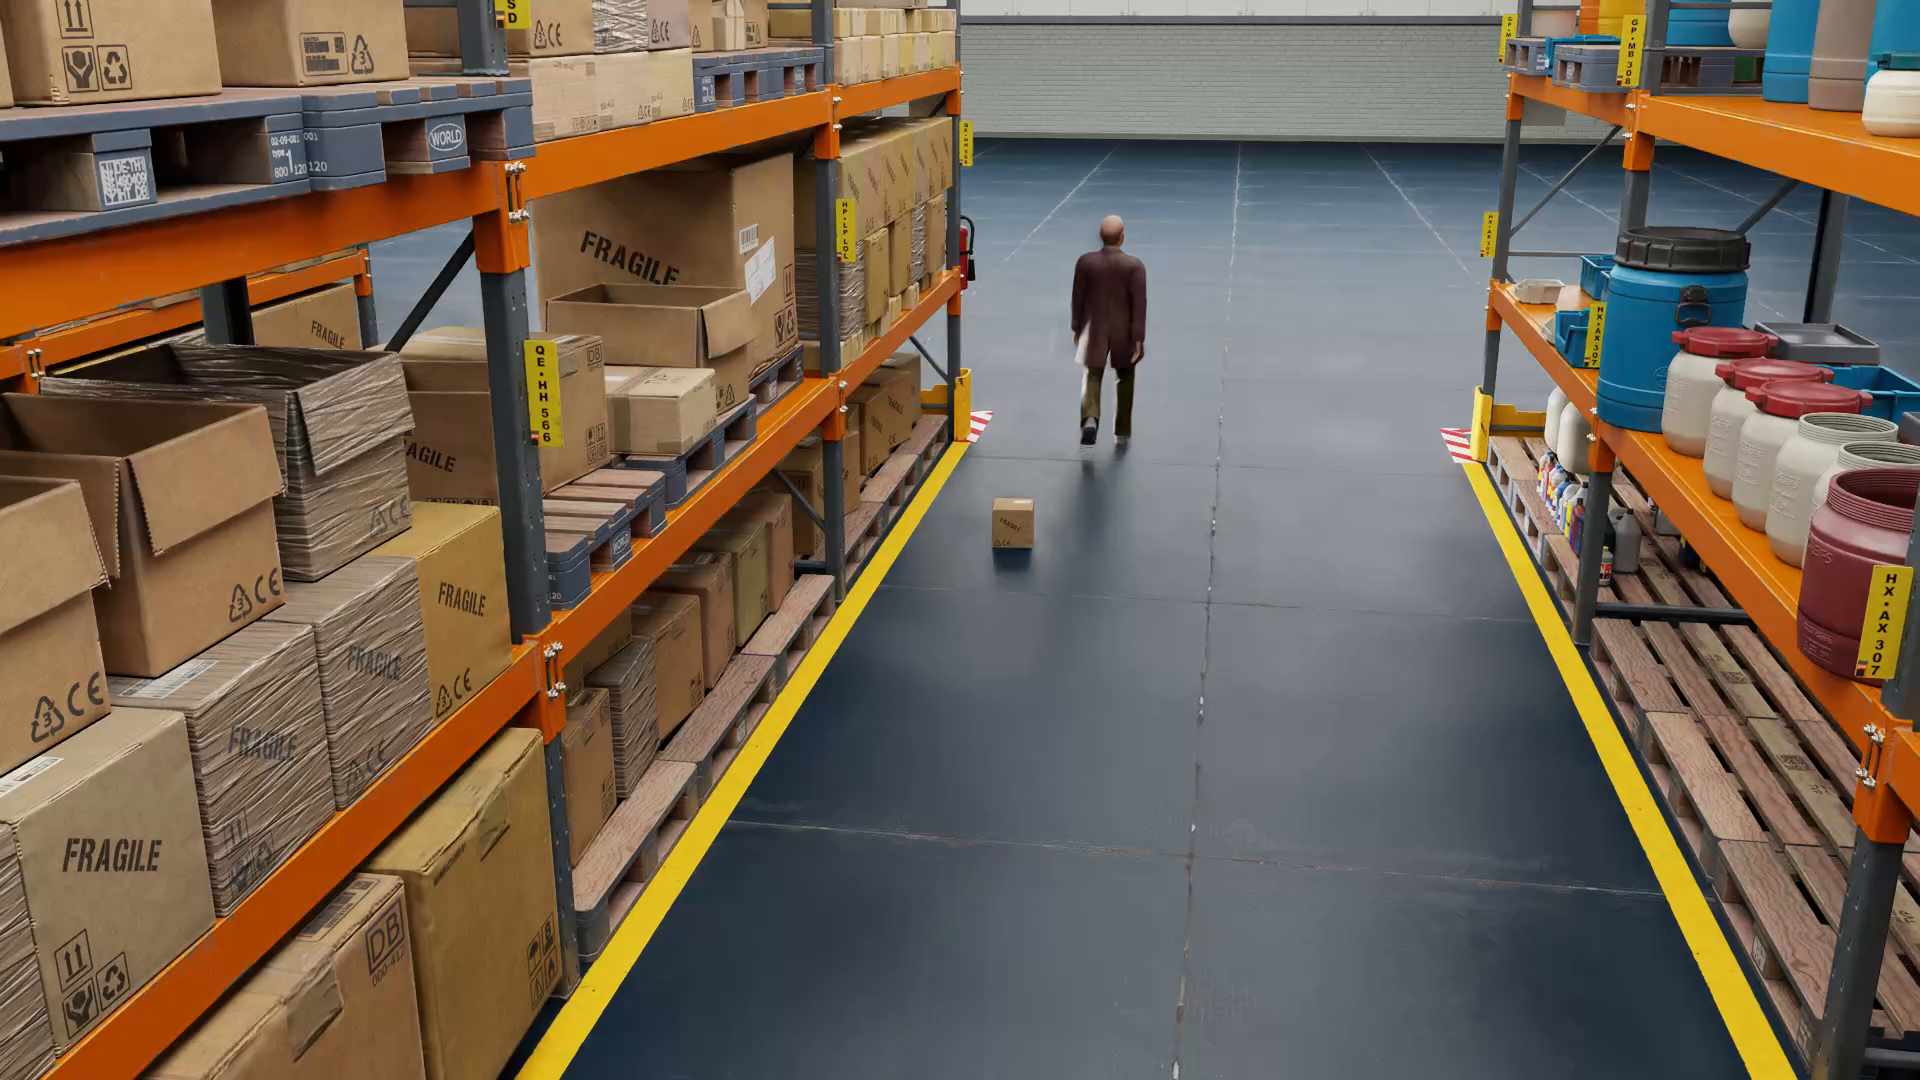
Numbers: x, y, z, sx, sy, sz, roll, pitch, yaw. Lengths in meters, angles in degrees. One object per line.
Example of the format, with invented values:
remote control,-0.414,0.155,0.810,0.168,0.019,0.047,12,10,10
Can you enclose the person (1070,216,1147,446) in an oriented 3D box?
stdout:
person,1.097,-1.536,12.388,0.590,1.747,0.944,3,18,11
